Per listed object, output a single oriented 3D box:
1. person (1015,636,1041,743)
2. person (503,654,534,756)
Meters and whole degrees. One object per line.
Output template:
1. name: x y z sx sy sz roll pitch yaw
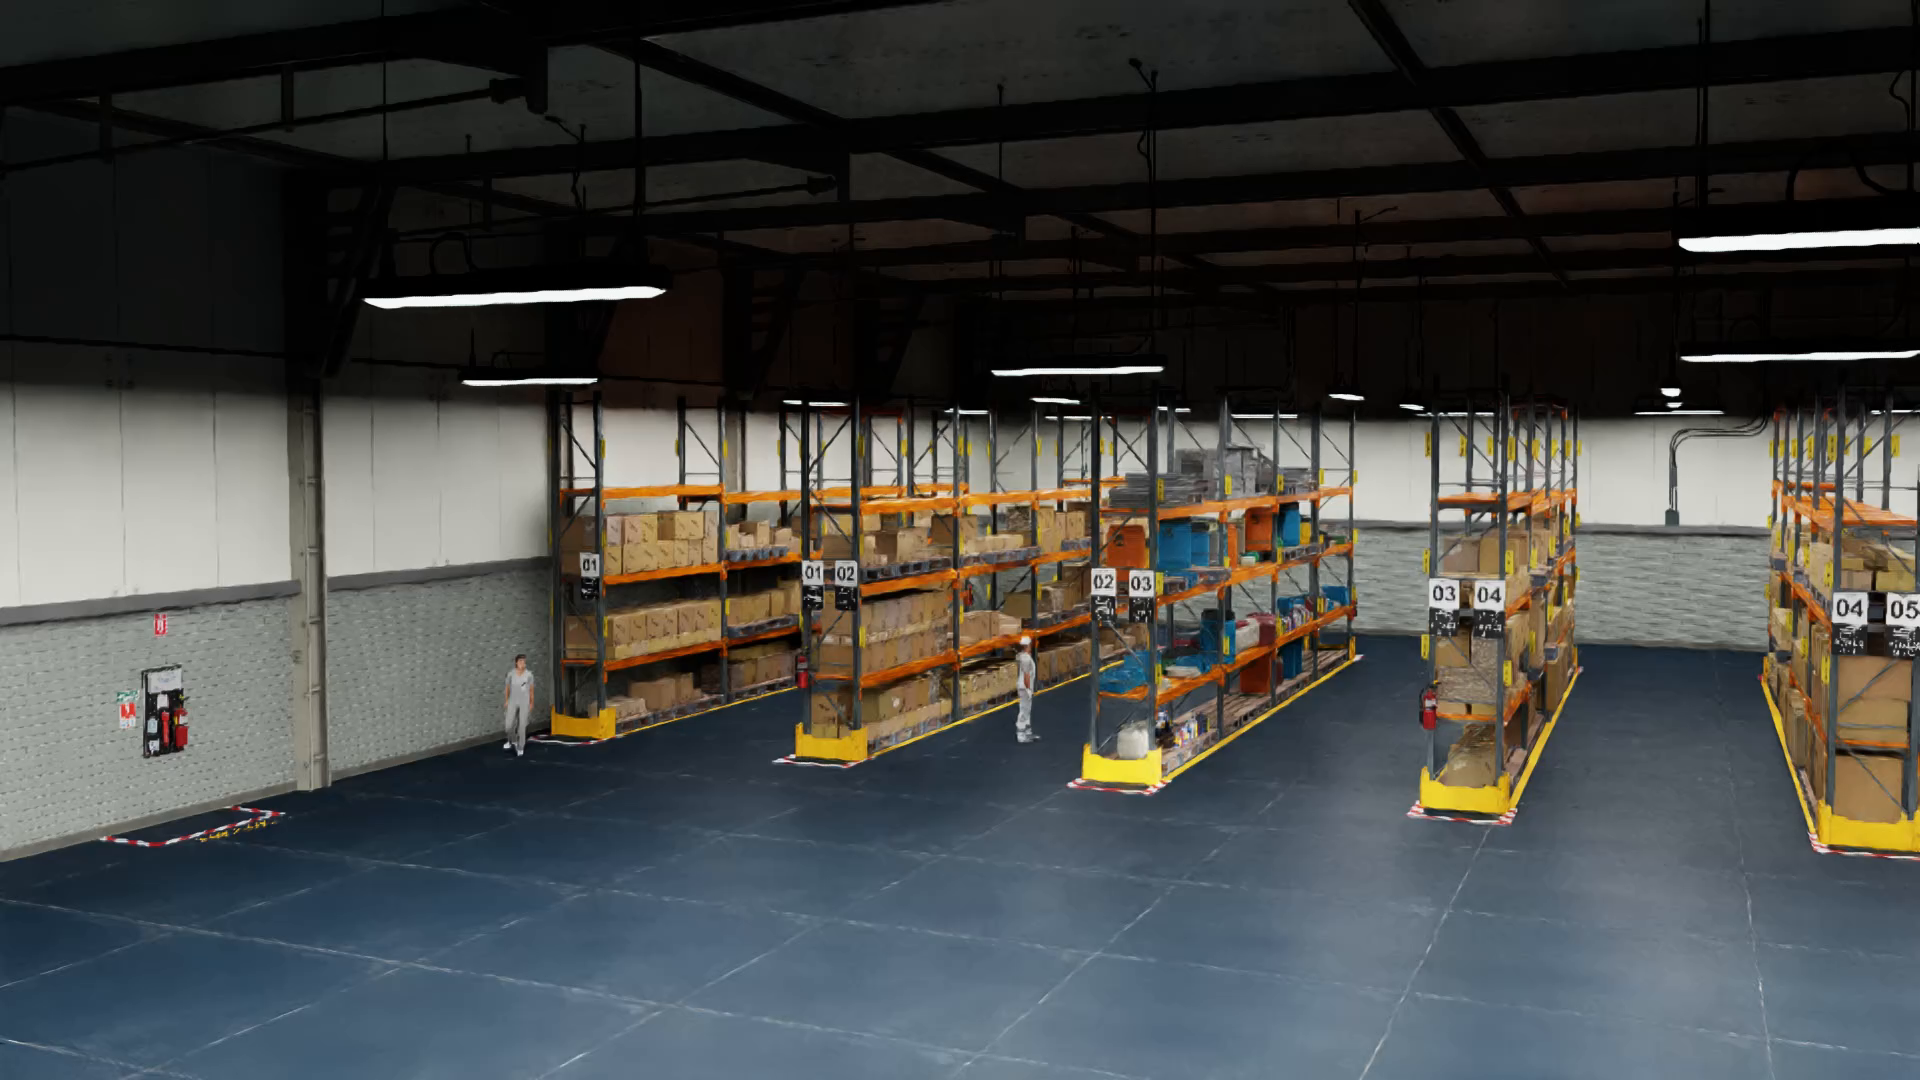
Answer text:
1. person: 1.164 2.531 28.273 0.451 1.783 0.605 0 3 -5
2. person: -7.218 2.673 27.165 0.513 1.664 0.517 -1 3 -14
